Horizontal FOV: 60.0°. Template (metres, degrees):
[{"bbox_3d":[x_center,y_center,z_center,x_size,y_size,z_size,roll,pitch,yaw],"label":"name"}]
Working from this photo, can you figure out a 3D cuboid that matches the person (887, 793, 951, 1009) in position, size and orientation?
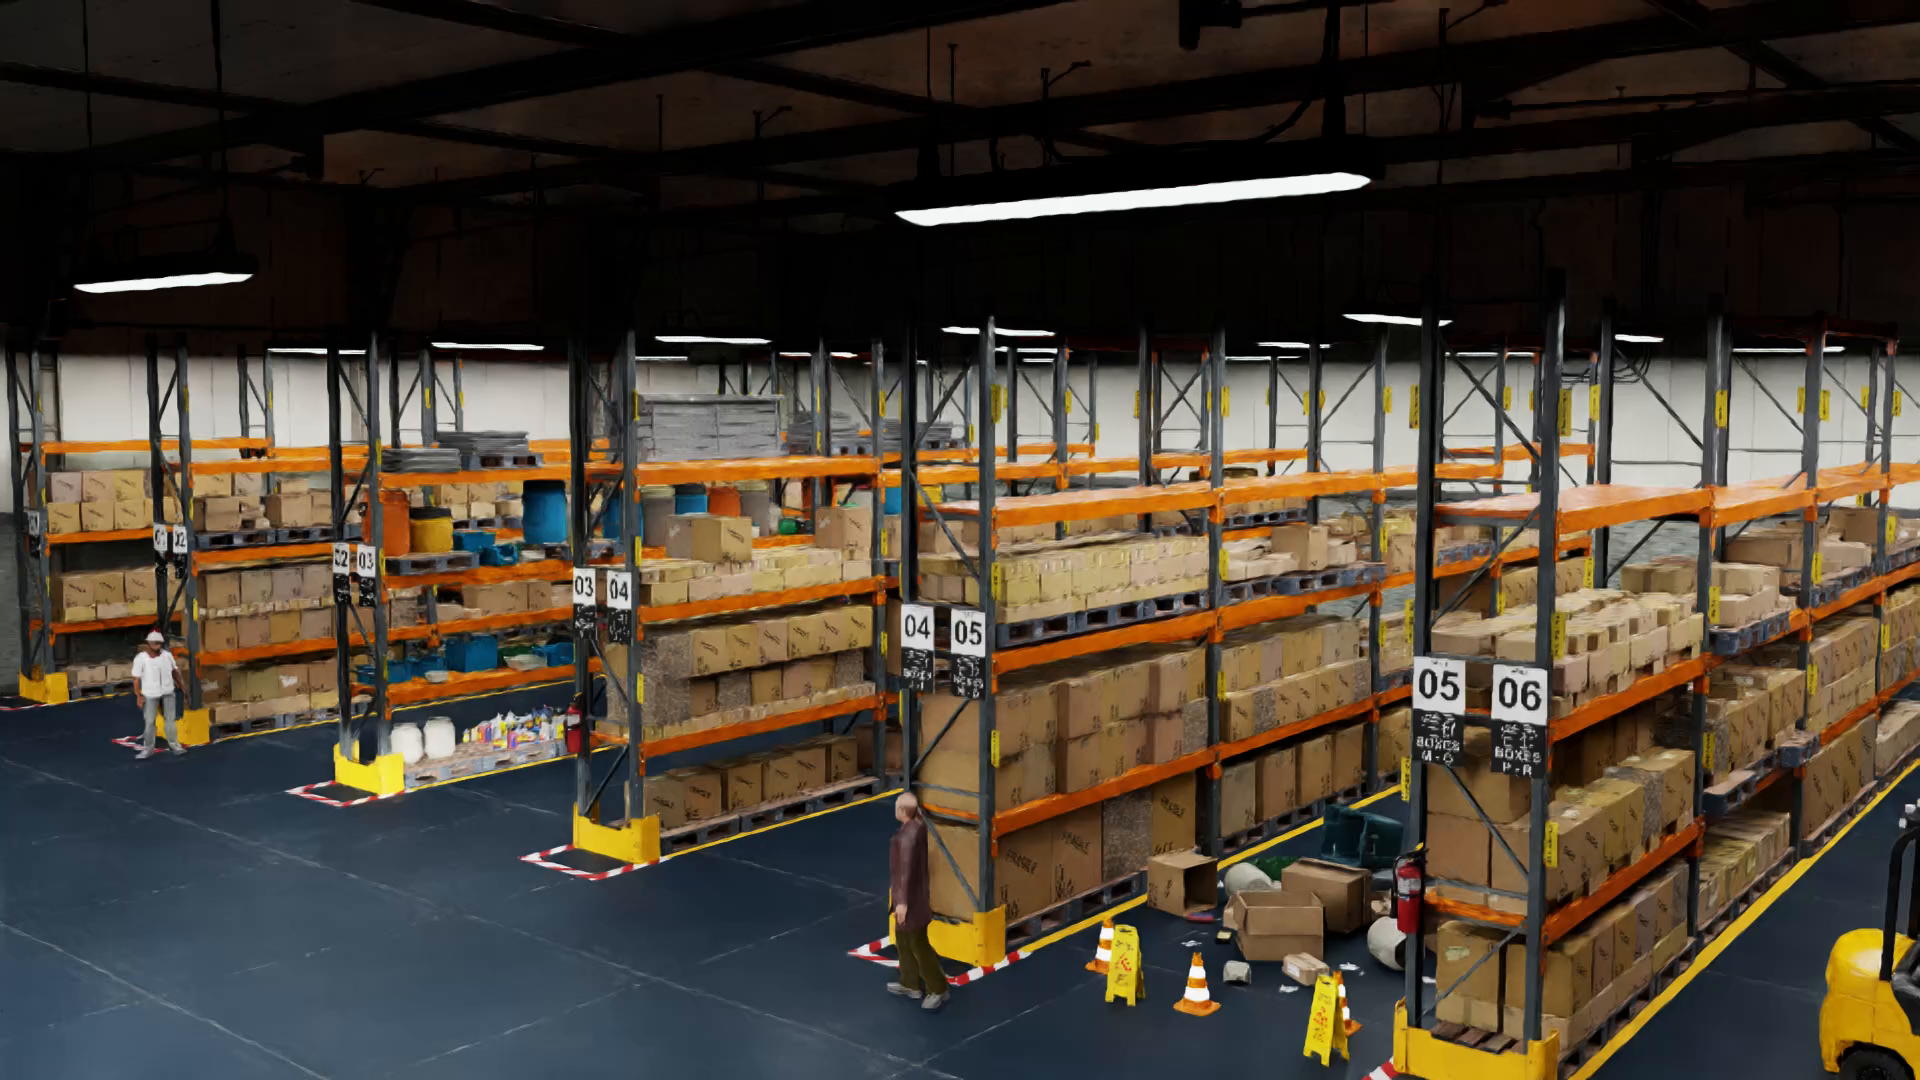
[{"bbox_3d":[-0.363,3.078,14.089,0.596,1.665,0.692,1,5,9],"label":"person"}]

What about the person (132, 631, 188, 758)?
[{"bbox_3d":[-11.251,2.159,23.406,0.383,1.771,0.728,5,7,45],"label":"person"}]
